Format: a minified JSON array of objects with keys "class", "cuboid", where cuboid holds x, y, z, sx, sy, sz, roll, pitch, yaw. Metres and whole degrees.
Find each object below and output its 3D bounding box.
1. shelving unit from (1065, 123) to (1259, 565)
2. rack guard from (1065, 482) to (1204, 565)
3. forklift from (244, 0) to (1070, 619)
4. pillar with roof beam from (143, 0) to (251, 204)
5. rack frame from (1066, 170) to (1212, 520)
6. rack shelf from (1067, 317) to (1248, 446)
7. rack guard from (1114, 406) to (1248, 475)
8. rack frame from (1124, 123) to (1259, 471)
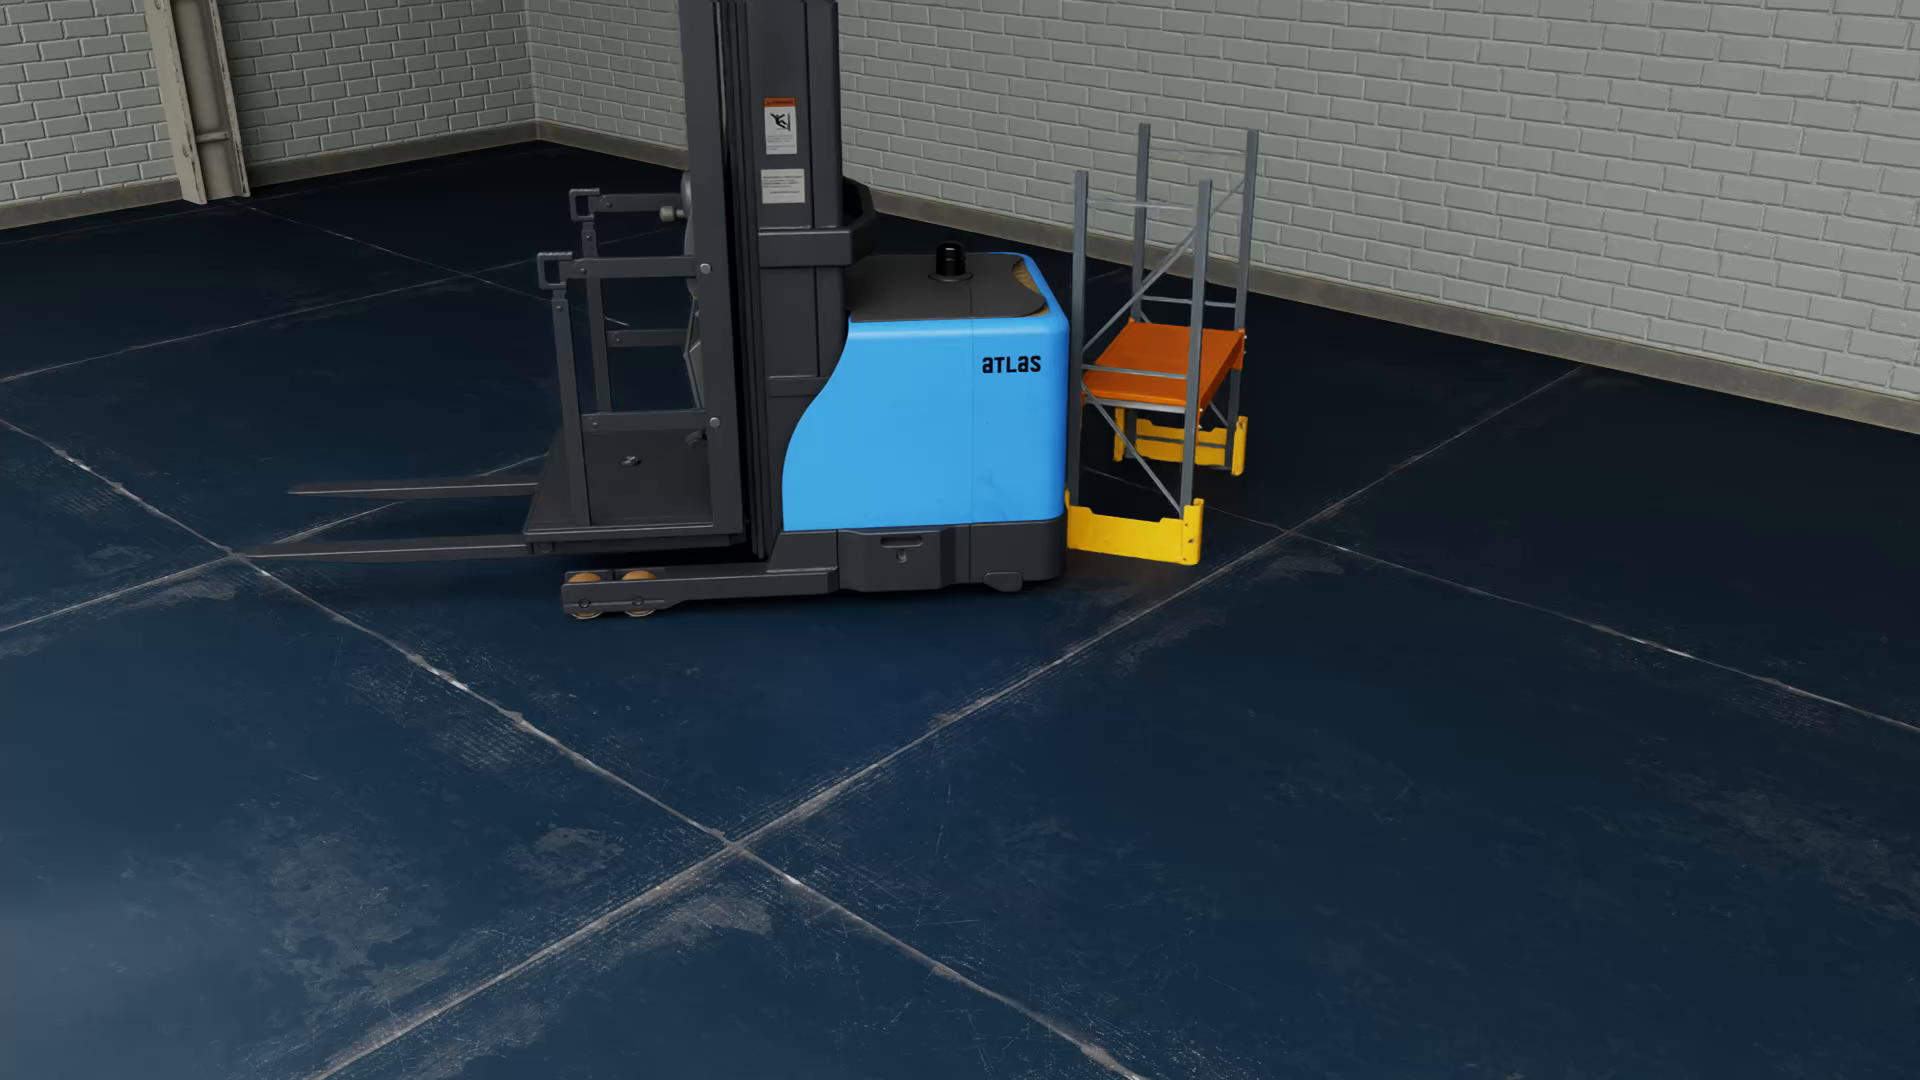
[{"class":"shelving unit","cuboid":[0.825,-0.832,6.771,0.587,1.500,1.083,8,25,17]},{"class":"rack guard","cuboid":[0.665,-0.068,6.597,0.587,0.250,0.087,8,25,17]},{"class":"forklift","cuboid":[-1.146,-1.275,6.010,3.031,2.935,1.130,-2,24,-5]},{"class":"pillar with roof beam","cuboid":[-2.383,-5.508,8.037,9.100,9.000,0.400,20,31,38]},{"class":"rack frame","cuboid":[0.664,-0.638,6.340,0.500,1.500,0.032,8,25,17]},{"class":"rack shelf","cuboid":[0.828,-0.671,6.853,0.538,0.185,1.000,8,25,17]},{"class":"rack guard","cuboid":[0.985,-0.454,7.457,0.587,0.250,0.087,8,25,17]},{"class":"rack frame","cuboid":[0.991,-1.032,7.218,0.500,1.500,0.032,8,25,17]}]
